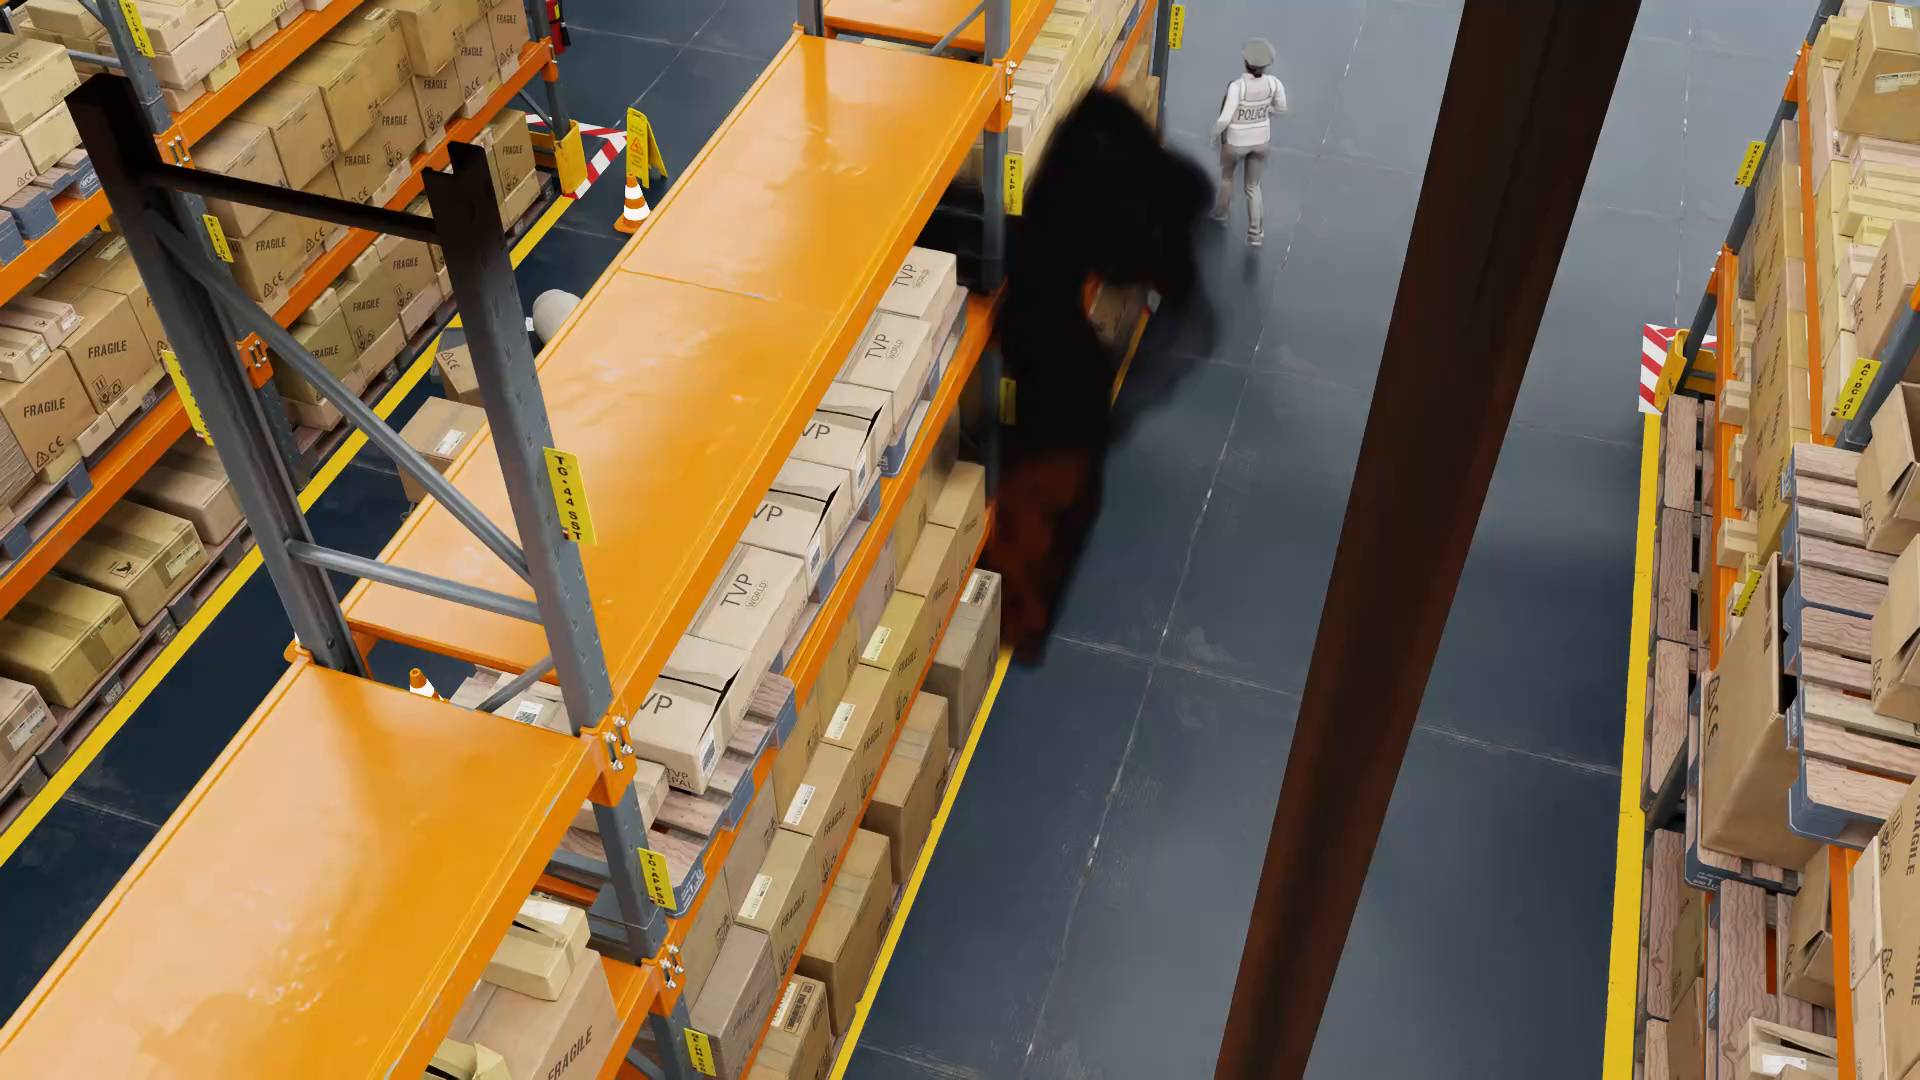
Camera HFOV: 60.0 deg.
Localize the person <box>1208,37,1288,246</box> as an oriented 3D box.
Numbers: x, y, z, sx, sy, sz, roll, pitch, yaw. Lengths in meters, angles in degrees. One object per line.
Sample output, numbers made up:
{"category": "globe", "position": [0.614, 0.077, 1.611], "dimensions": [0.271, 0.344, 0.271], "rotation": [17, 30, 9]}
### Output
{"category": "person", "position": [2.221, -3.057, 12.942], "dimensions": [0.631, 1.740, 0.799], "rotation": [-7, 46, -7]}
